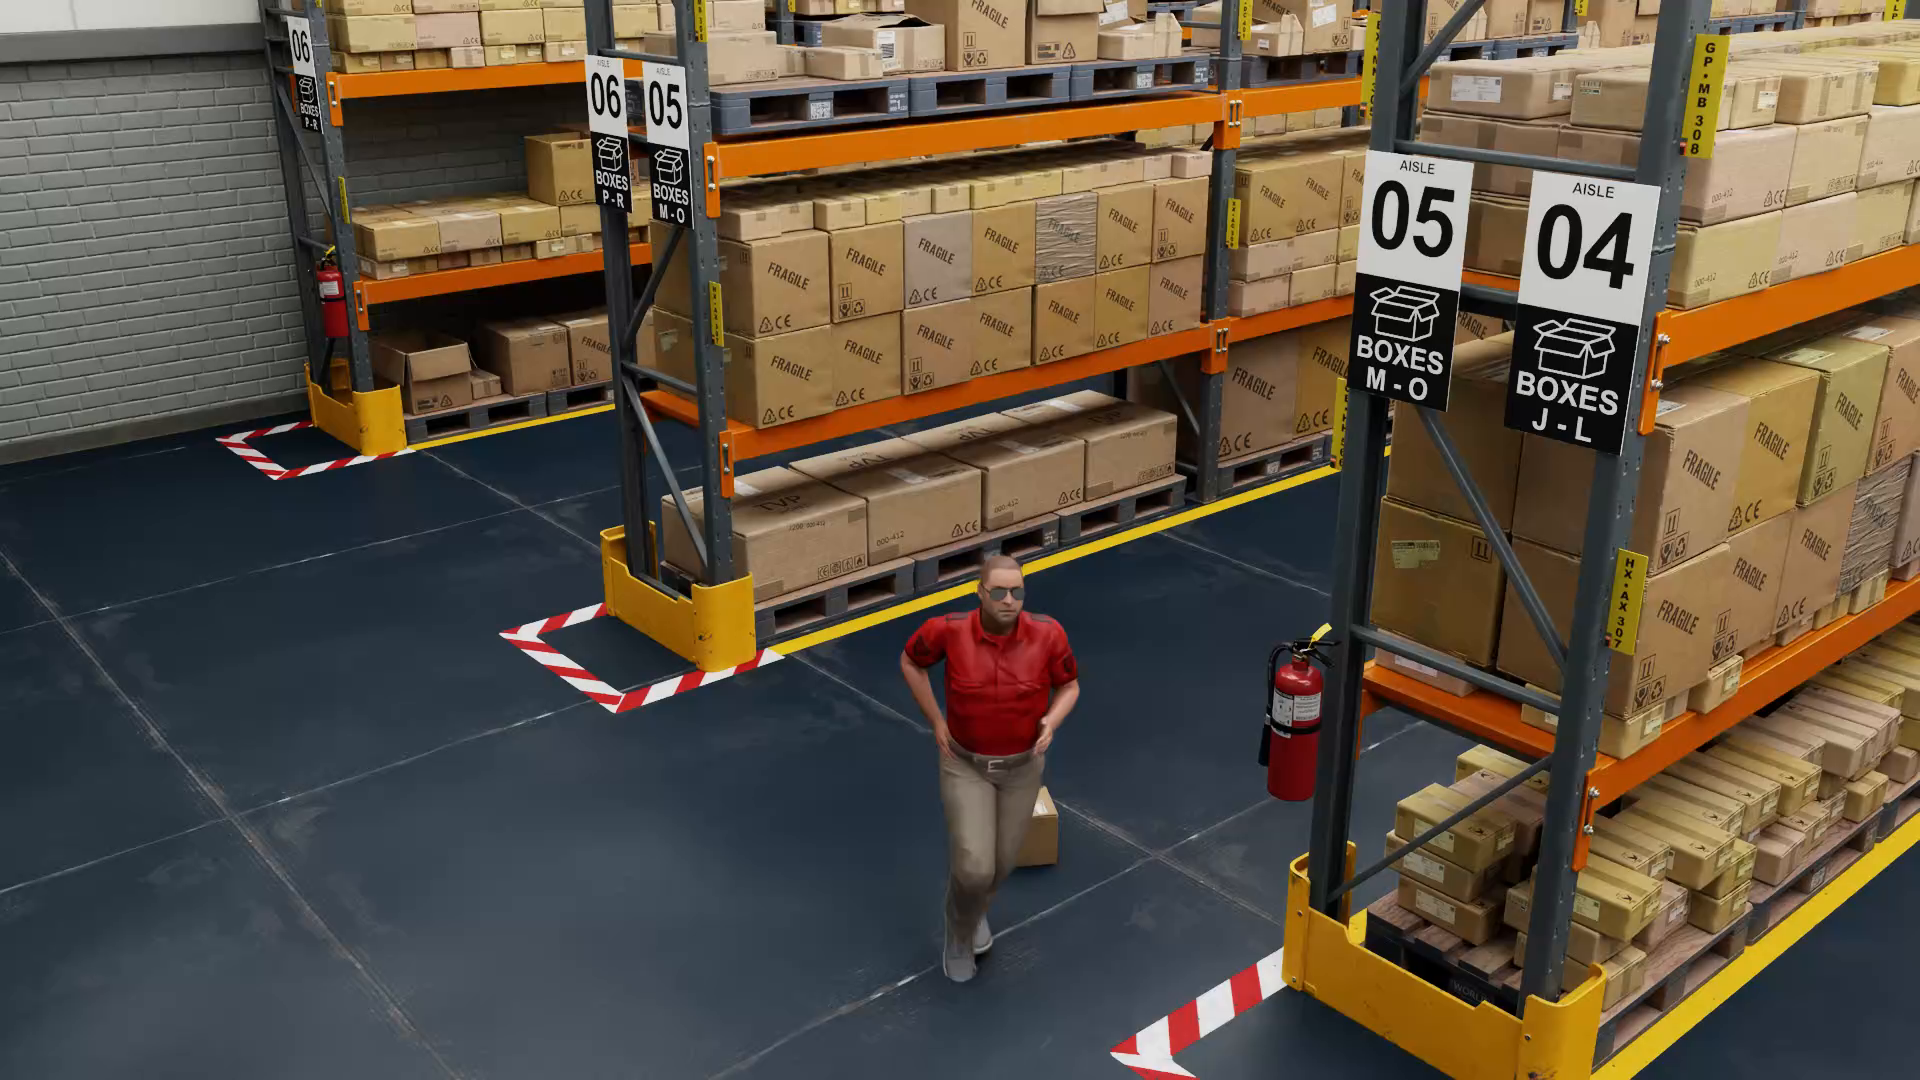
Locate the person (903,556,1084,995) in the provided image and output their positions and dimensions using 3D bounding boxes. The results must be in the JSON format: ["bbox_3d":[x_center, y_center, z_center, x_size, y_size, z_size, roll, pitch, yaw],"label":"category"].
[{"bbox_3d":[0.142,0.910,6.297,0.659,1.789,0.678,-3,21,-8],"label":"person"}]
